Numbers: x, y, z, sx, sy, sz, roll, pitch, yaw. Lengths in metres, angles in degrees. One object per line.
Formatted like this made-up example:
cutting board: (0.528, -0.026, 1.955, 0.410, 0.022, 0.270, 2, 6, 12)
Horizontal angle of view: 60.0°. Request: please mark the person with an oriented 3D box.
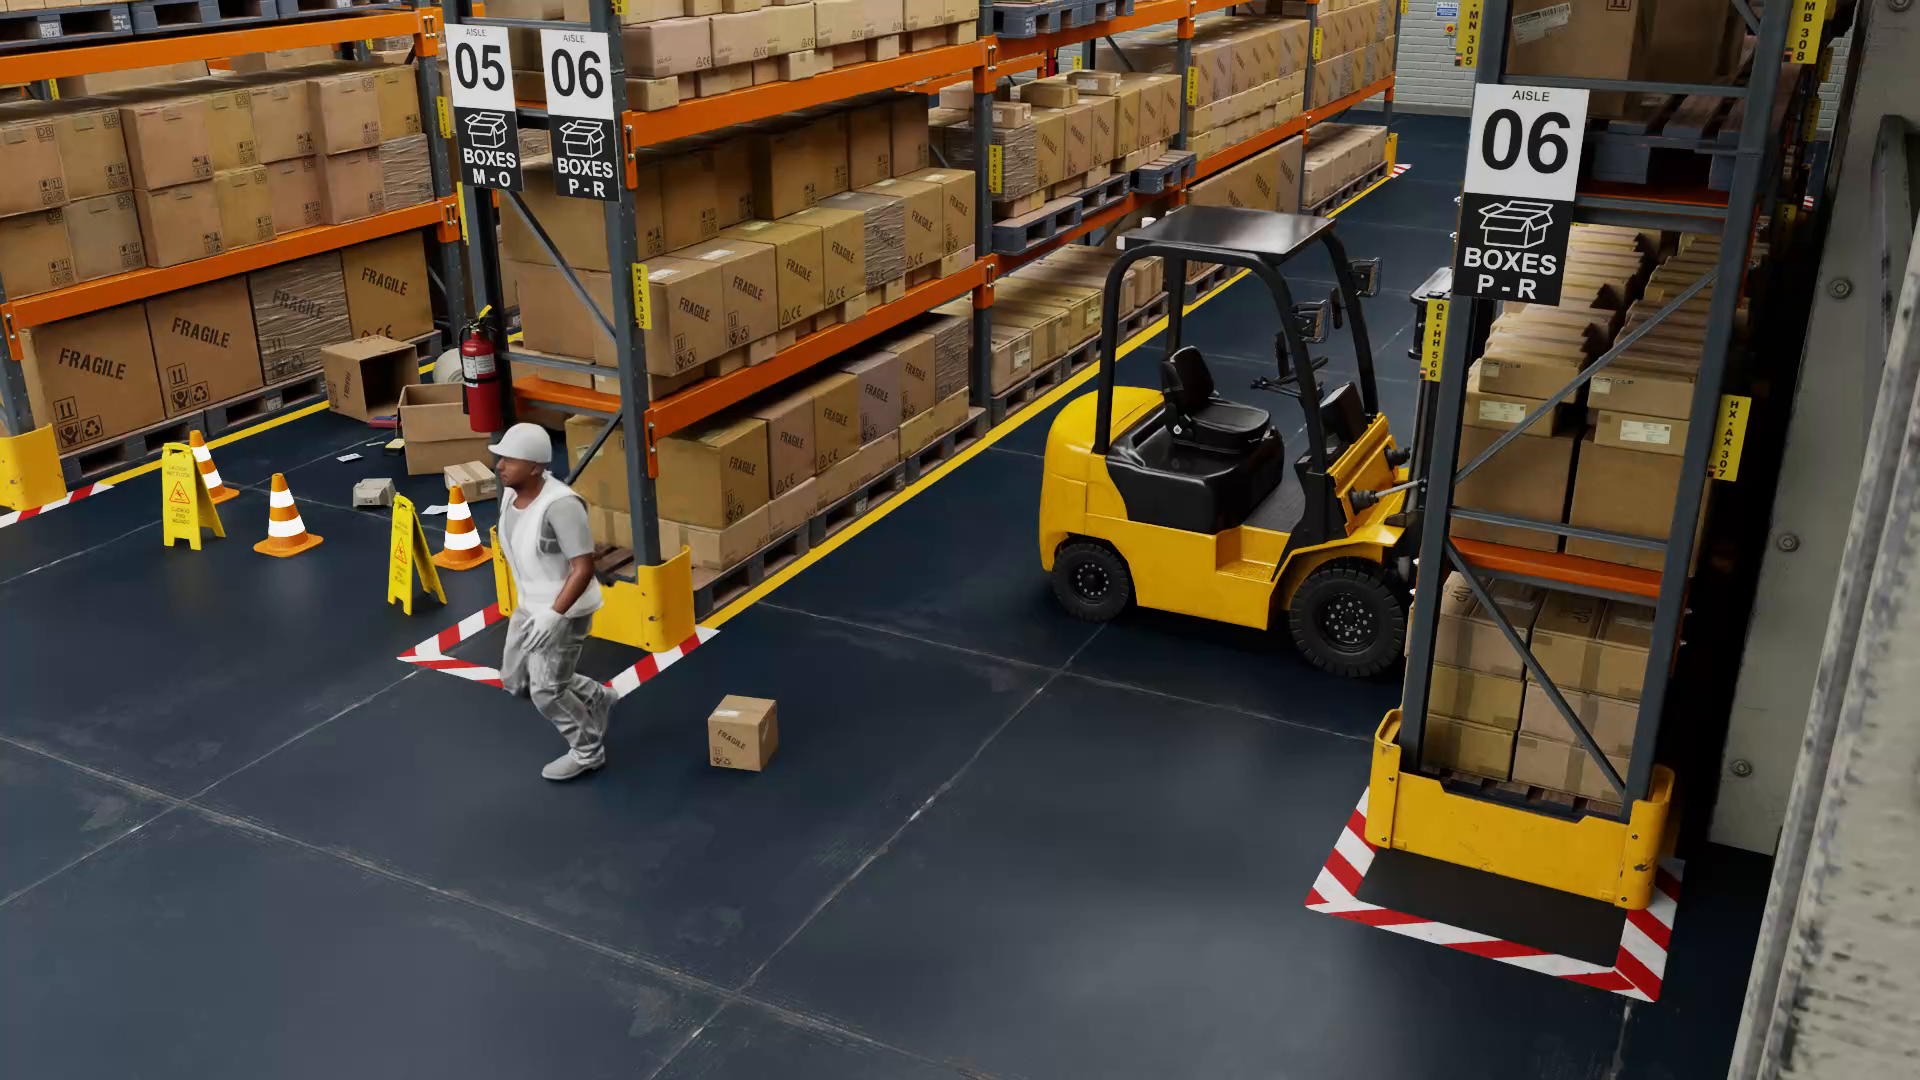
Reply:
person: (-1.815, 0.274, 7.474, 0.575, 1.718, 0.711, -17, 28, -35)
